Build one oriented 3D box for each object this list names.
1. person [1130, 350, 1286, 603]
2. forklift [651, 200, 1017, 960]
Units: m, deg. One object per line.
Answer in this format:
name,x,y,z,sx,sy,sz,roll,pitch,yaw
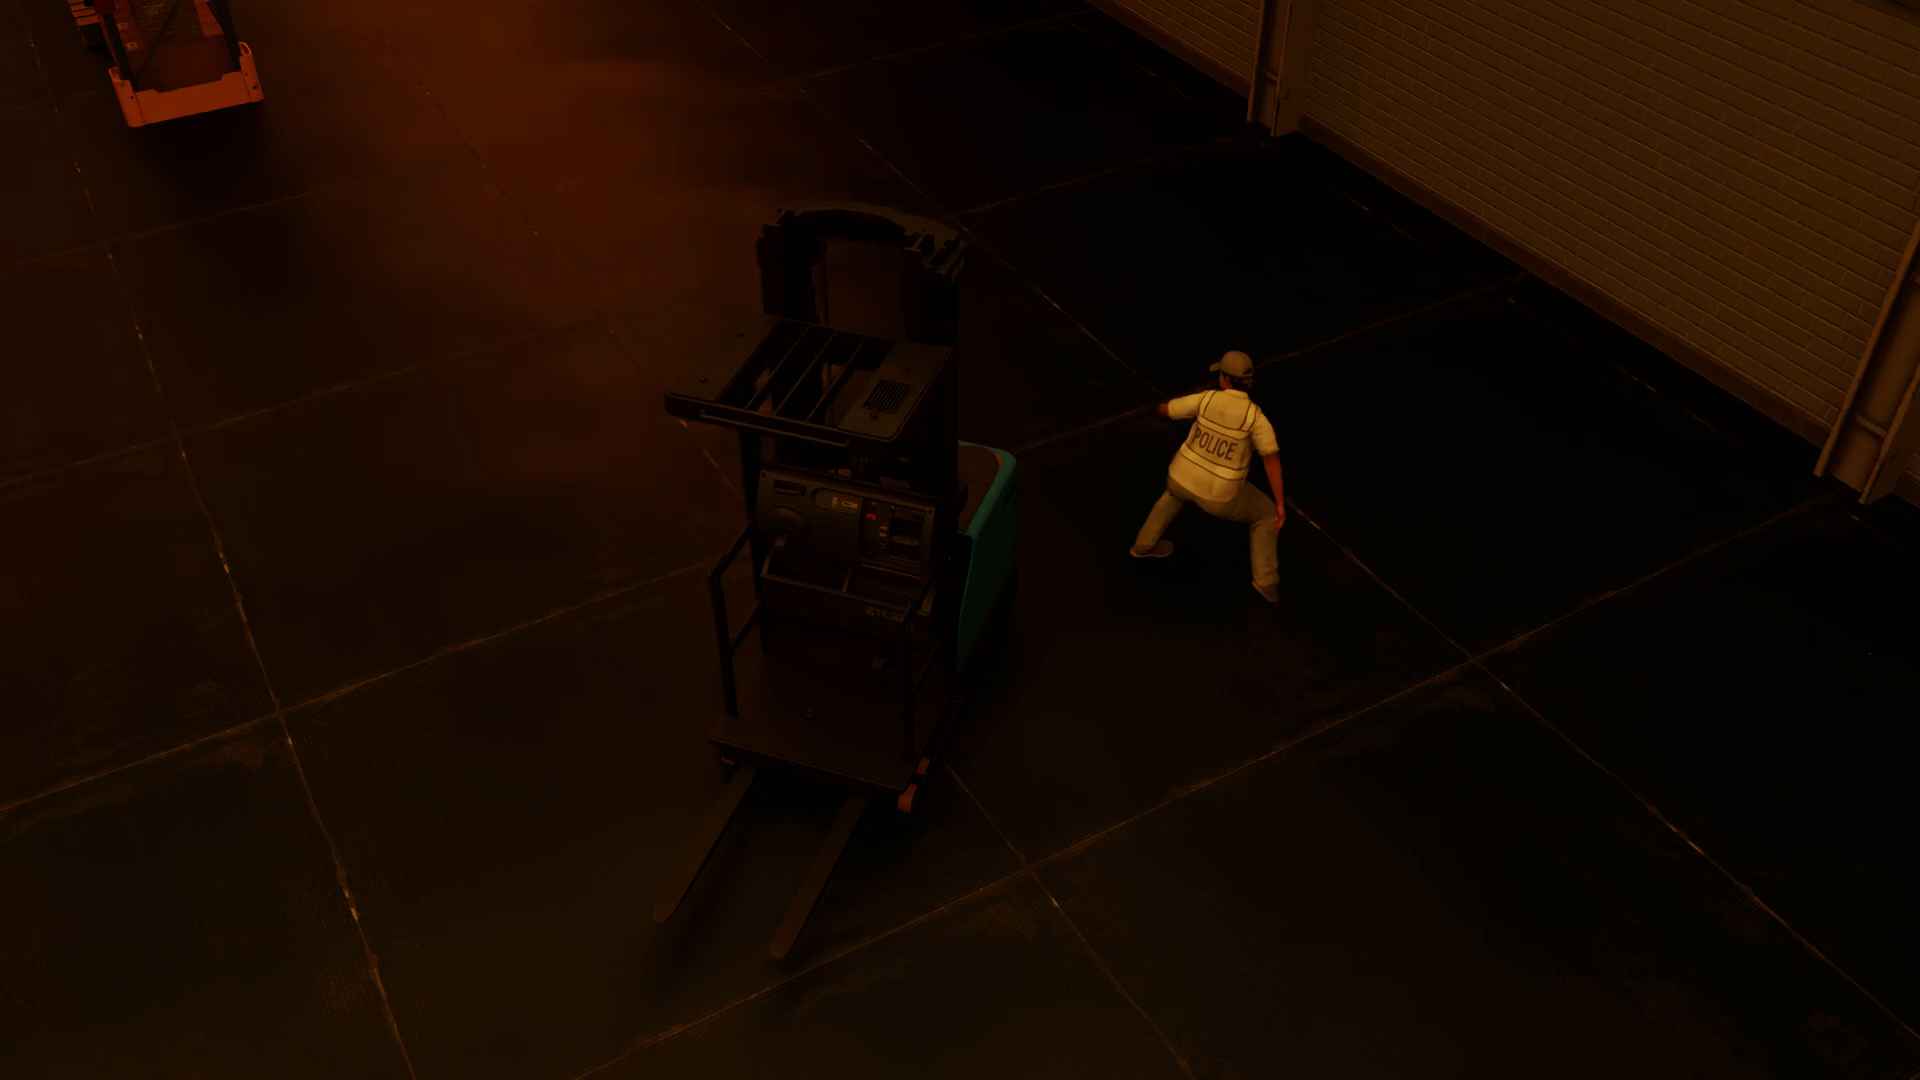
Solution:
person,1.525,-0.323,9.637,0.980,1.610,0.547,25,46,27
forklift,-0.637,-0.008,8.046,1.130,2.935,3.031,13,41,15
